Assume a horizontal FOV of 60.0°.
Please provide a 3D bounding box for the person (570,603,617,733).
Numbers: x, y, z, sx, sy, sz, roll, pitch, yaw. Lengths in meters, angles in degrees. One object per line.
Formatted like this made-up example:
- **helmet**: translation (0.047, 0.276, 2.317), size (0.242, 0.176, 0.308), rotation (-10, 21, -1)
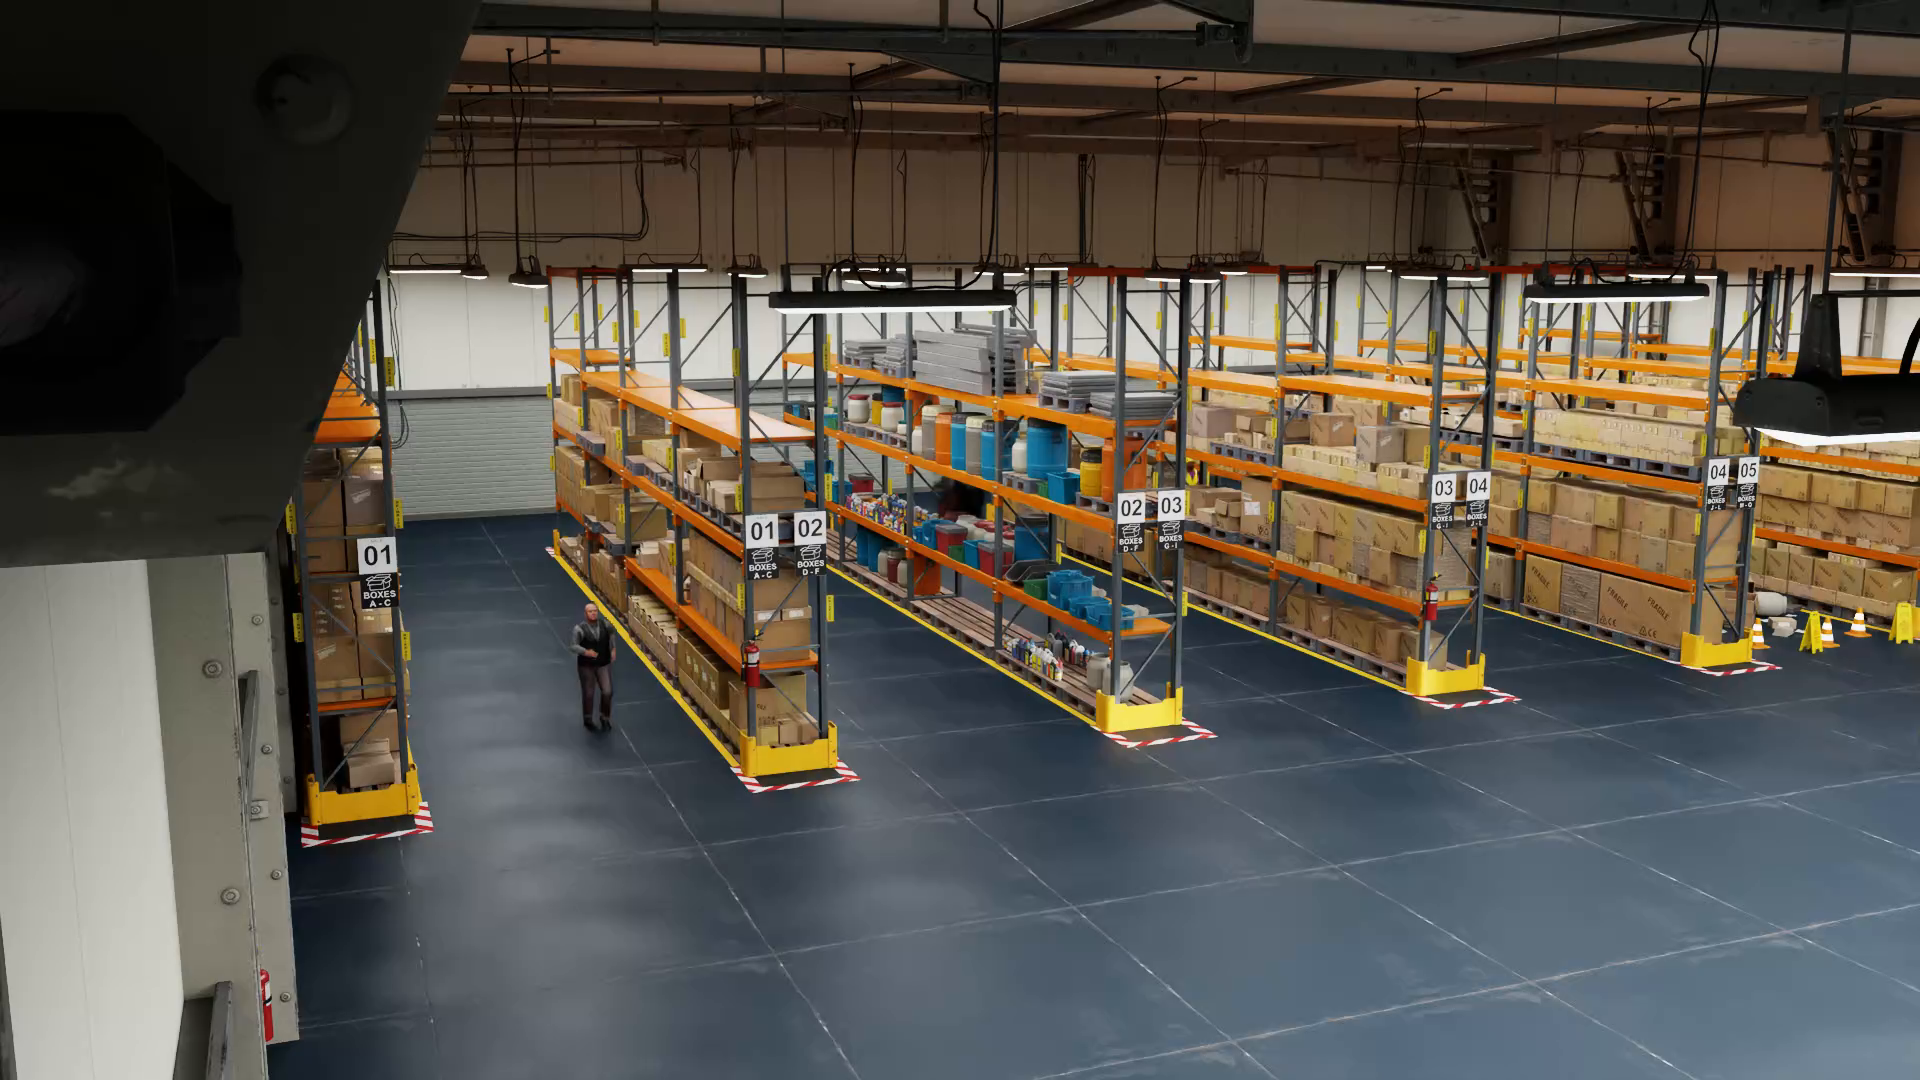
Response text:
- **person**: translation (-4.822, 1.708, 22.009), size (0.669, 1.777, 0.726), rotation (-5, 11, -26)

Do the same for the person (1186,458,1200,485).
- **person**: translation (5.164, -1.003, 37.331), size (0.684, 1.728, 0.631), rotation (-4, 11, -24)

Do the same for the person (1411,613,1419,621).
- **person**: translation (7.979, 0.553, 28.375), size (0.676, 1.742, 0.673), rotation (-7, 12, -36)
